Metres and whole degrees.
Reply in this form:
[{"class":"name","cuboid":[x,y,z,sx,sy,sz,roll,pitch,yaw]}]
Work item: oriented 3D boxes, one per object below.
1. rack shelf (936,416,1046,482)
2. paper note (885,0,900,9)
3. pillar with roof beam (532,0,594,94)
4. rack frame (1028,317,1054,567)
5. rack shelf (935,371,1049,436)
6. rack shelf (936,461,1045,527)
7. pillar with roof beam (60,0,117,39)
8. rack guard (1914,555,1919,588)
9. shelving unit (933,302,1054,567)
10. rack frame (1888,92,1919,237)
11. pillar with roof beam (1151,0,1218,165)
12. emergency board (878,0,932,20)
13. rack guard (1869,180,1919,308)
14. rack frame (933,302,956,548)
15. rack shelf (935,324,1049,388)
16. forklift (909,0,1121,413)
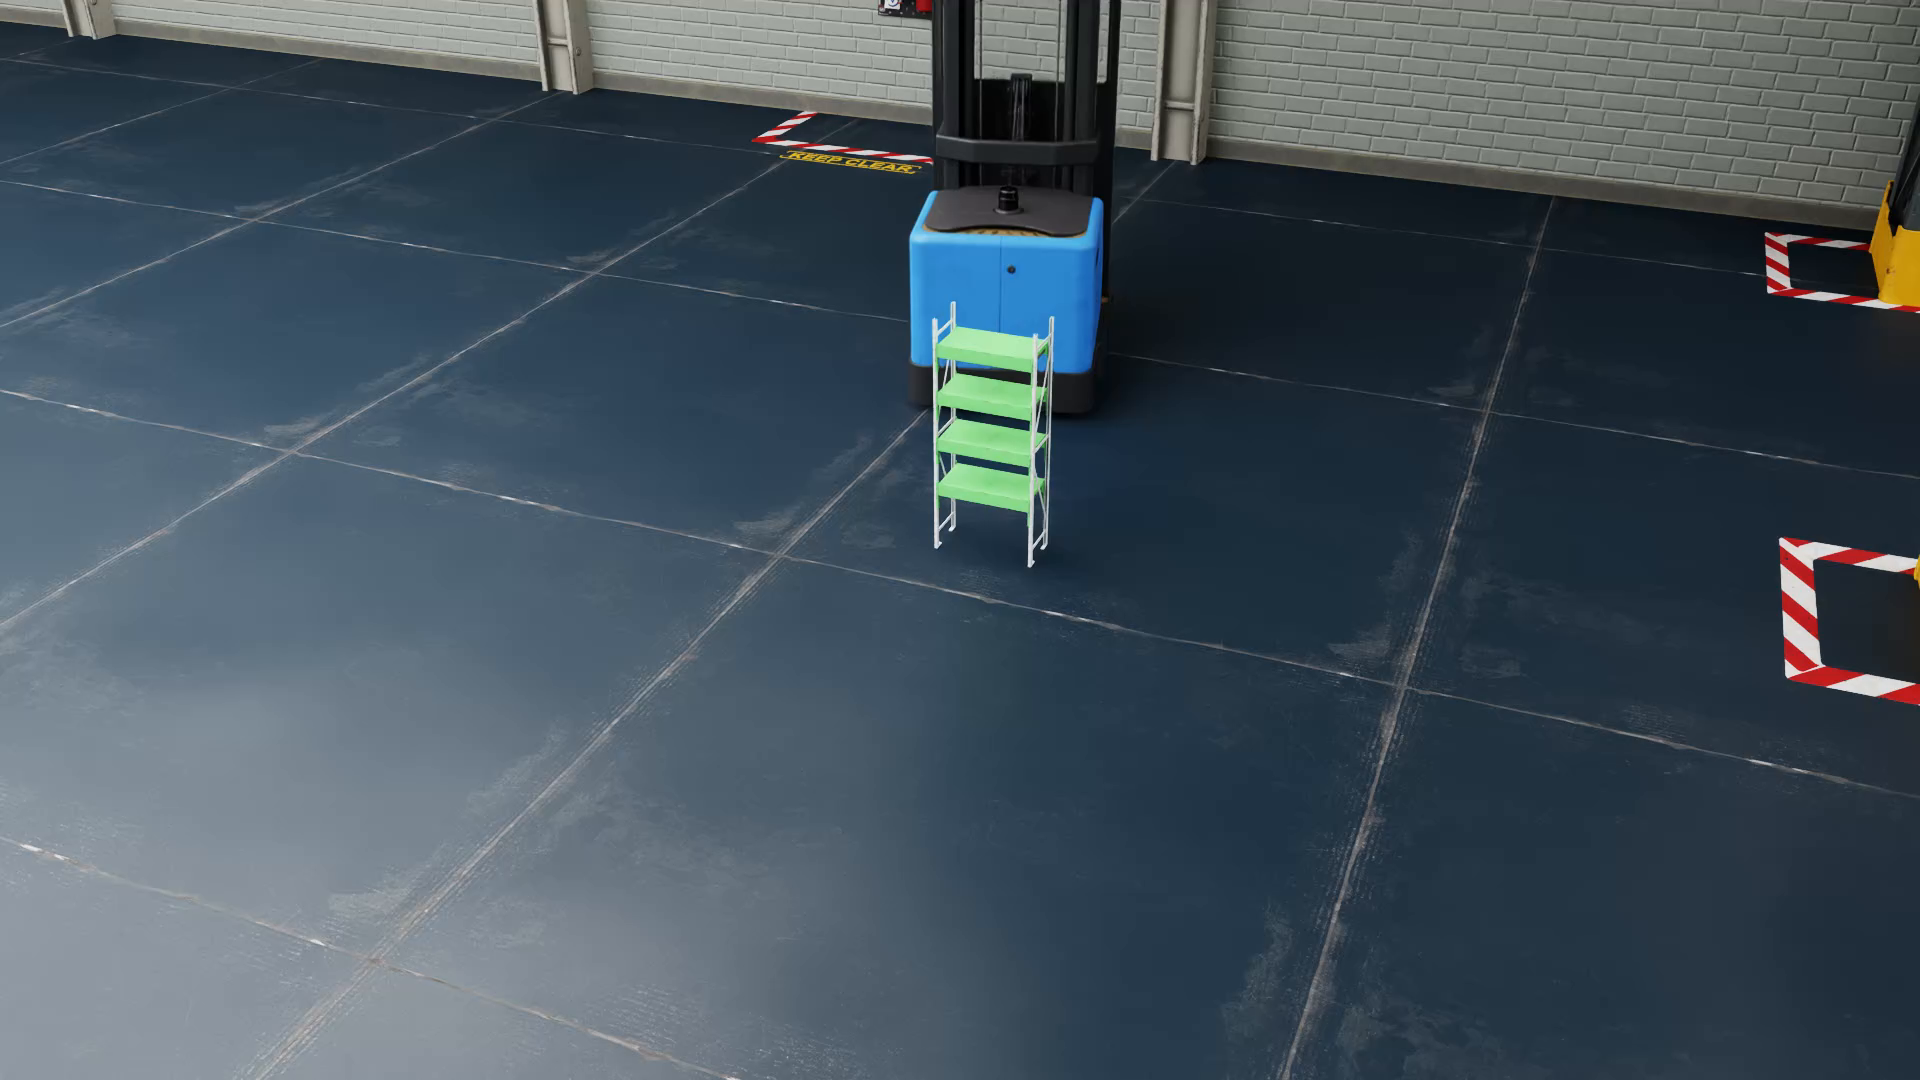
[{"class":"rack shelf","cuboid":[0.153,-0.436,7.932,0.480,0.148,0.258,11,31,19]},{"class":"paper note","cuboid":[-0.585,-4.662,14.344,0.142,0.148,0.016,11,31,19]},{"class":"pillar with roof beam","cuboid":[-5.350,-6.265,10.189,0.400,9.000,9.100,11,31,19]},{"class":"rack frame","cuboid":[0.379,-0.447,7.821,0.015,1.200,0.240,11,31,19]},{"class":"rack shelf","cuboid":[0.153,-0.645,7.814,0.480,0.148,0.258,11,31,19]},{"class":"rack shelf","cuboid":[0.153,-0.227,8.050,0.480,0.148,0.258,11,31,19]},{"class":"pillar with roof beam","cuboid":[-10.909,-7.375,12.153,0.400,9.000,9.100,11,31,19]},{"class":"rack guard","cuboid":[4.533,0.212,7.367,0.348,0.500,1.175,11,31,19]},{"class":"shelving unit","cuboid":[0.153,-0.492,7.901,0.503,1.200,0.258,11,31,19]},{"class":"rack frame","cuboid":[6.415,-3.131,10.742,0.127,3.000,1.000,11,31,19]},{"class":"pillar with roof beam","cuboid":[0.210,-5.155,8.225,0.400,9.000,9.100,11,31,19]},{"class":"emergency board","cuboid":[-0.447,-4.981,14.014,0.643,1.169,0.194,11,31,19]},{"class":"rack guard","cuboid":[6.485,-2.029,11.332,0.348,0.500,1.175,11,31,19]},{"class":"rack frame","cuboid":[-0.073,-0.537,7.980,0.015,1.200,0.240,11,31,19]},{"class":"rack shelf","cuboid":[0.153,-0.854,7.696,0.480,0.148,0.258,11,31,19]},{"class":"forklift","cuboid":[0.412,-2.691,10.033,1.130,2.935,3.031,4,30,6]}]
